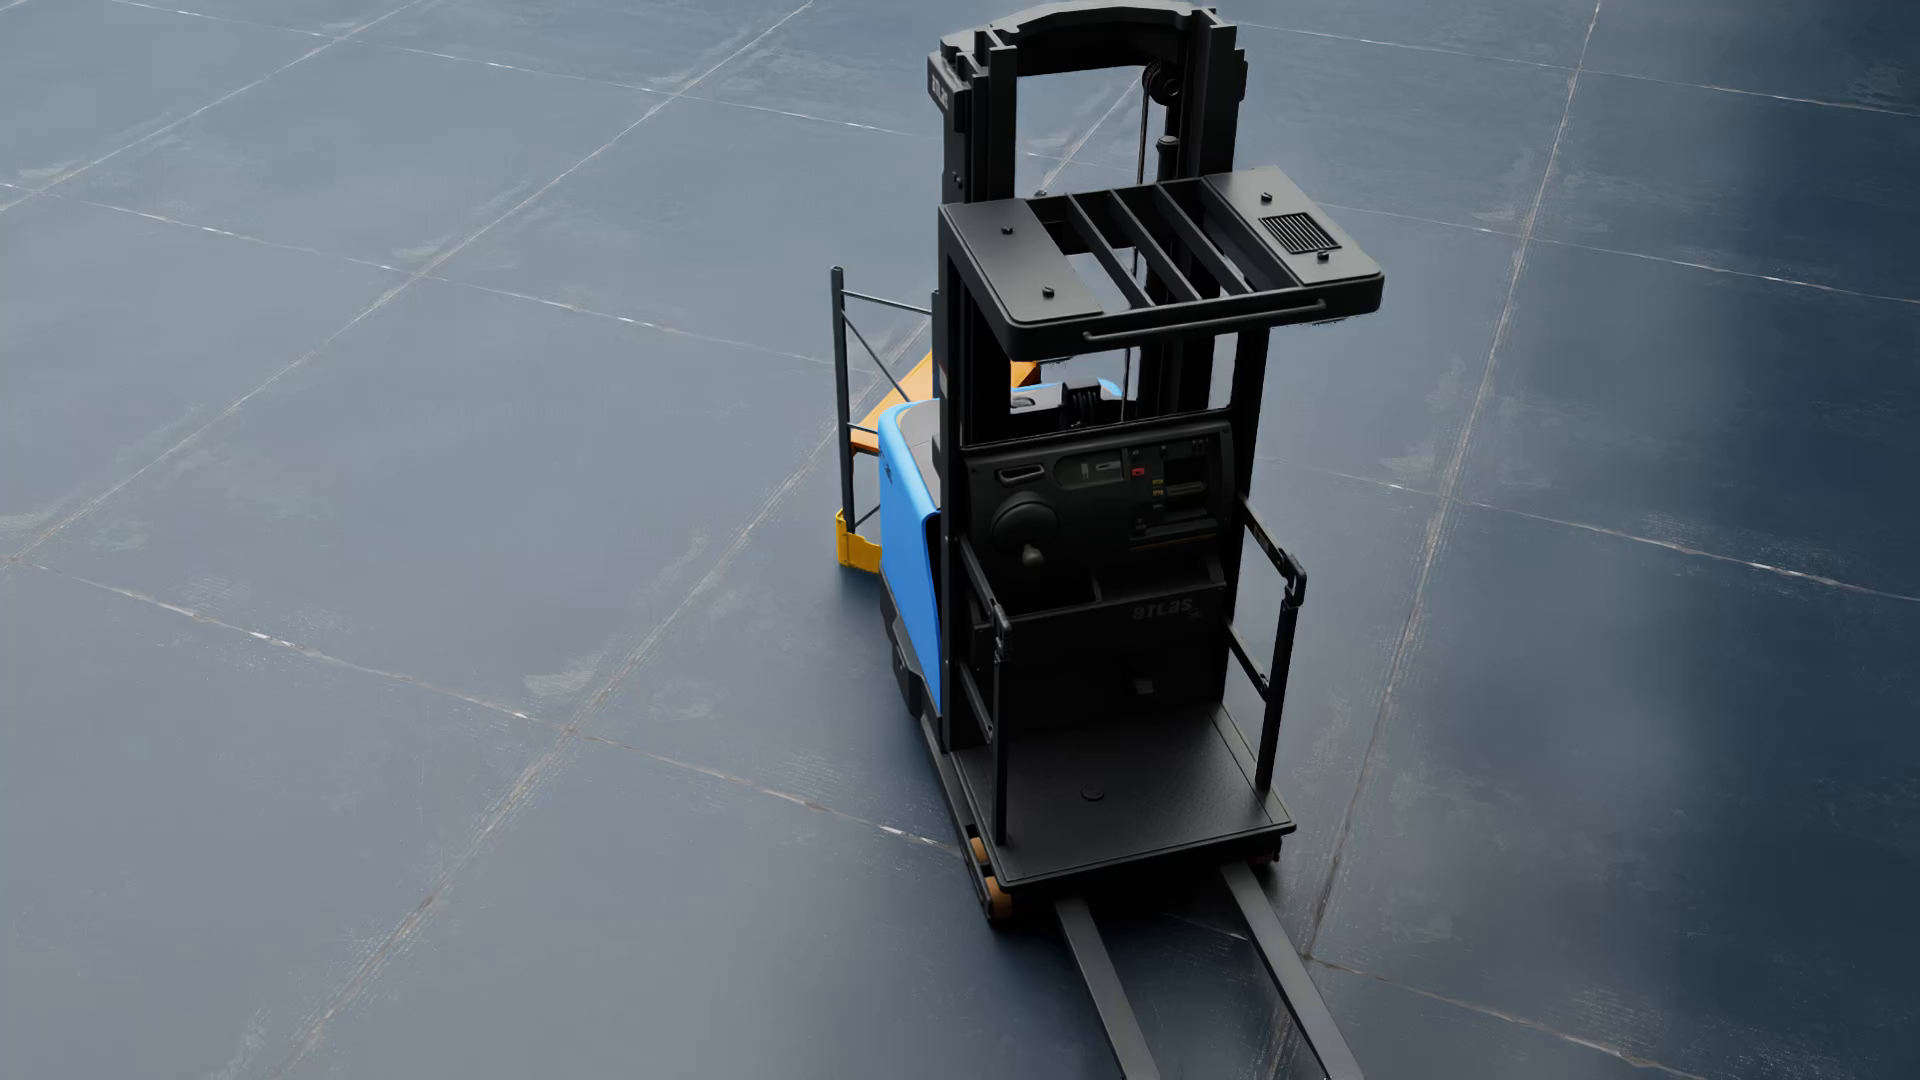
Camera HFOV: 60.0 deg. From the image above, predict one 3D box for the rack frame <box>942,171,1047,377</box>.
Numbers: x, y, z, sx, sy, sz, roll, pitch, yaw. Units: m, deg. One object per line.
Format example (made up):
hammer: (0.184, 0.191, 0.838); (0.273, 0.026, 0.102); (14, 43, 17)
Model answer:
rack frame: (0.149, -0.987, 7.818); (0.500, 1.500, 0.032); (16, 40, 20)

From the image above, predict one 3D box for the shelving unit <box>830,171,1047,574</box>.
shelving unit: (-0.068, -0.718, 7.458); (0.587, 1.500, 1.083); (16, 40, 20)

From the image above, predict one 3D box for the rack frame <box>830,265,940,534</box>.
rack frame: (-0.293, -0.439, 7.084); (0.500, 1.500, 0.032); (16, 40, 20)

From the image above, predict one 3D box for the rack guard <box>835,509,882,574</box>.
rack guard: (-0.285, 0.051, 7.473); (0.587, 0.250, 0.087); (16, 40, 20)

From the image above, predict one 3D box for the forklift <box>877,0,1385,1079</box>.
forklift: (0.538, -0.079, 5.408); (1.130, 2.935, 3.031); (-9, 38, -12)

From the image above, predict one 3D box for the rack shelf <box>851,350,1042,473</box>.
rack shelf: (-0.072, -0.569, 7.559); (0.538, 0.185, 1.000); (16, 40, 20)
